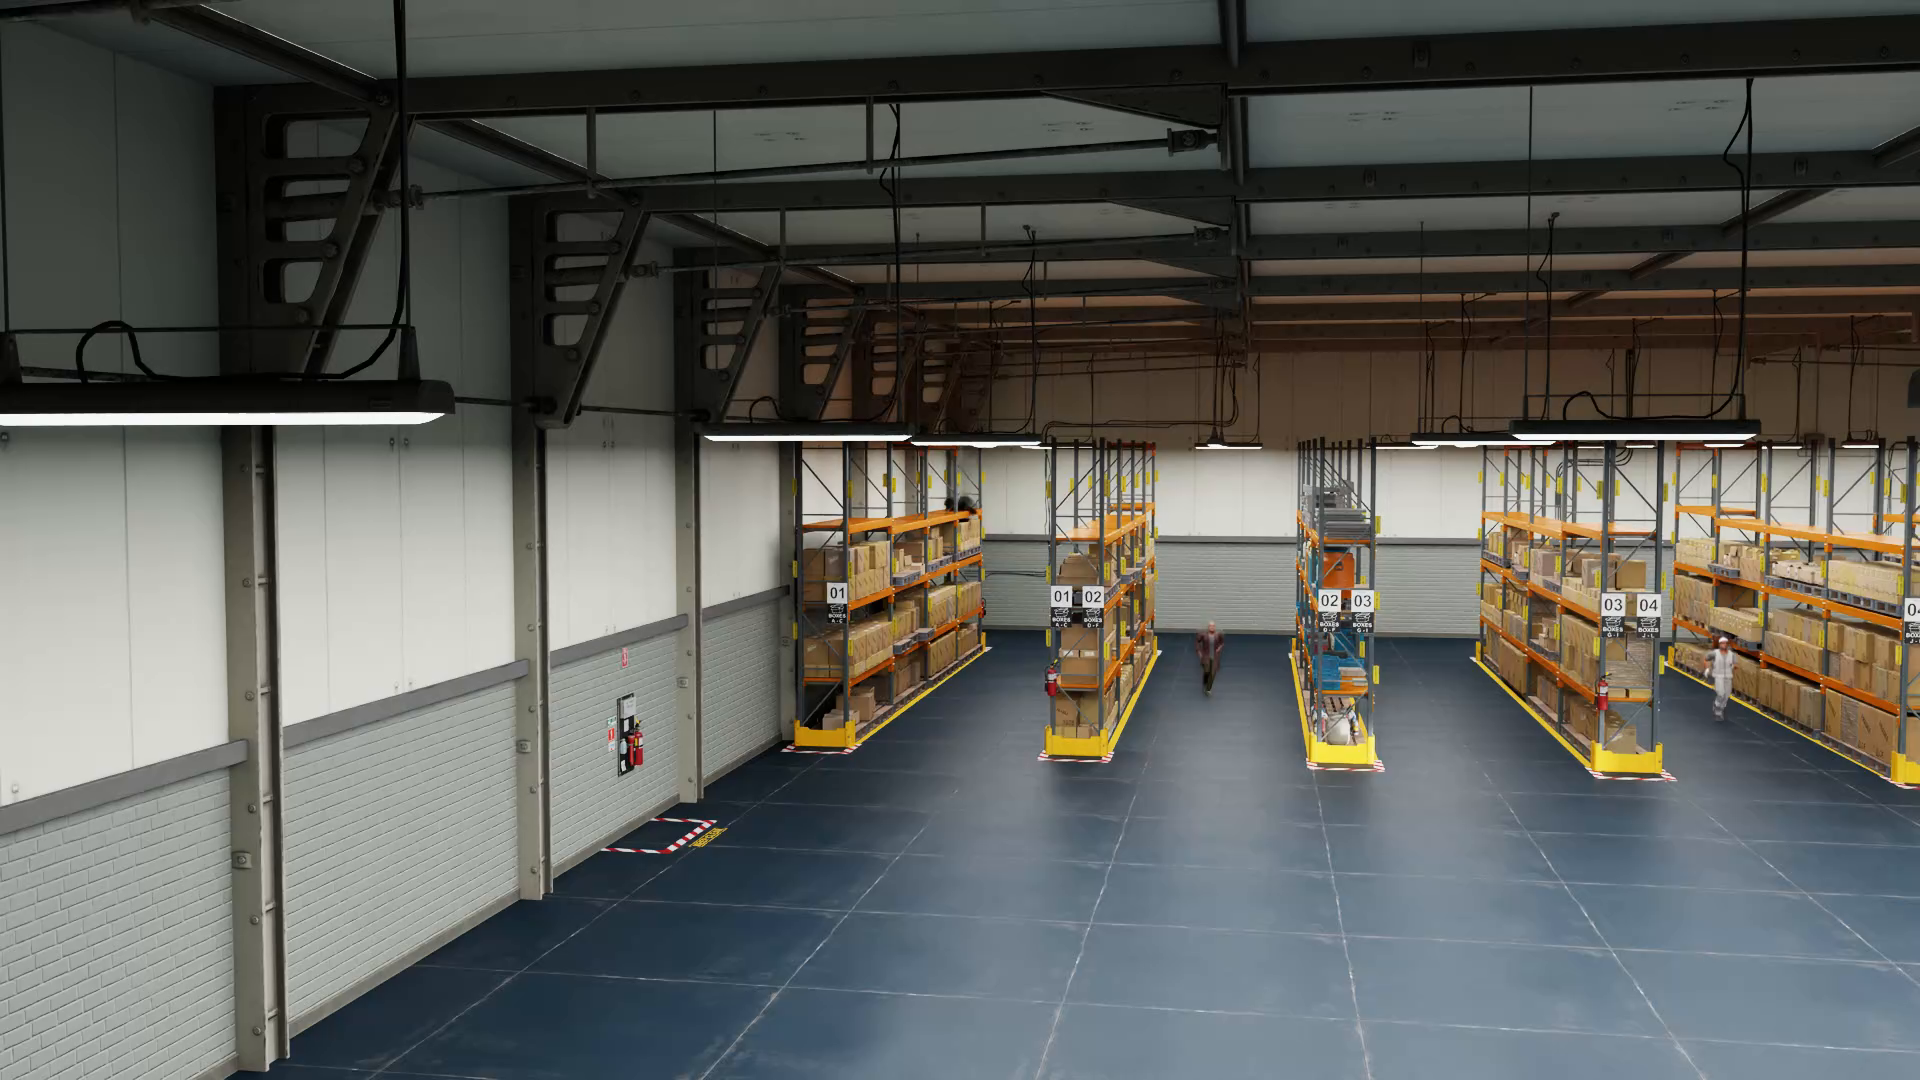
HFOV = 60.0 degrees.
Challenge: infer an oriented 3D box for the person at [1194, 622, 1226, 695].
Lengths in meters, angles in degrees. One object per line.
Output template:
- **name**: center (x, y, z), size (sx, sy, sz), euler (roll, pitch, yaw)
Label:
- **person**: center (5.884, 2.781, 39.022), size (0.706, 1.737, 0.705), euler (0, 3, -2)

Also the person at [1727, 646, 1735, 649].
- **person**: center (20.800, 2.522, 45.040), size (0.646, 1.686, 0.754), euler (-2, 4, -32)

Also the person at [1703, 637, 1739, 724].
- **person**: center (16.150, 2.965, 35.230), size (0.647, 1.823, 0.749), euler (0, 3, 3)
